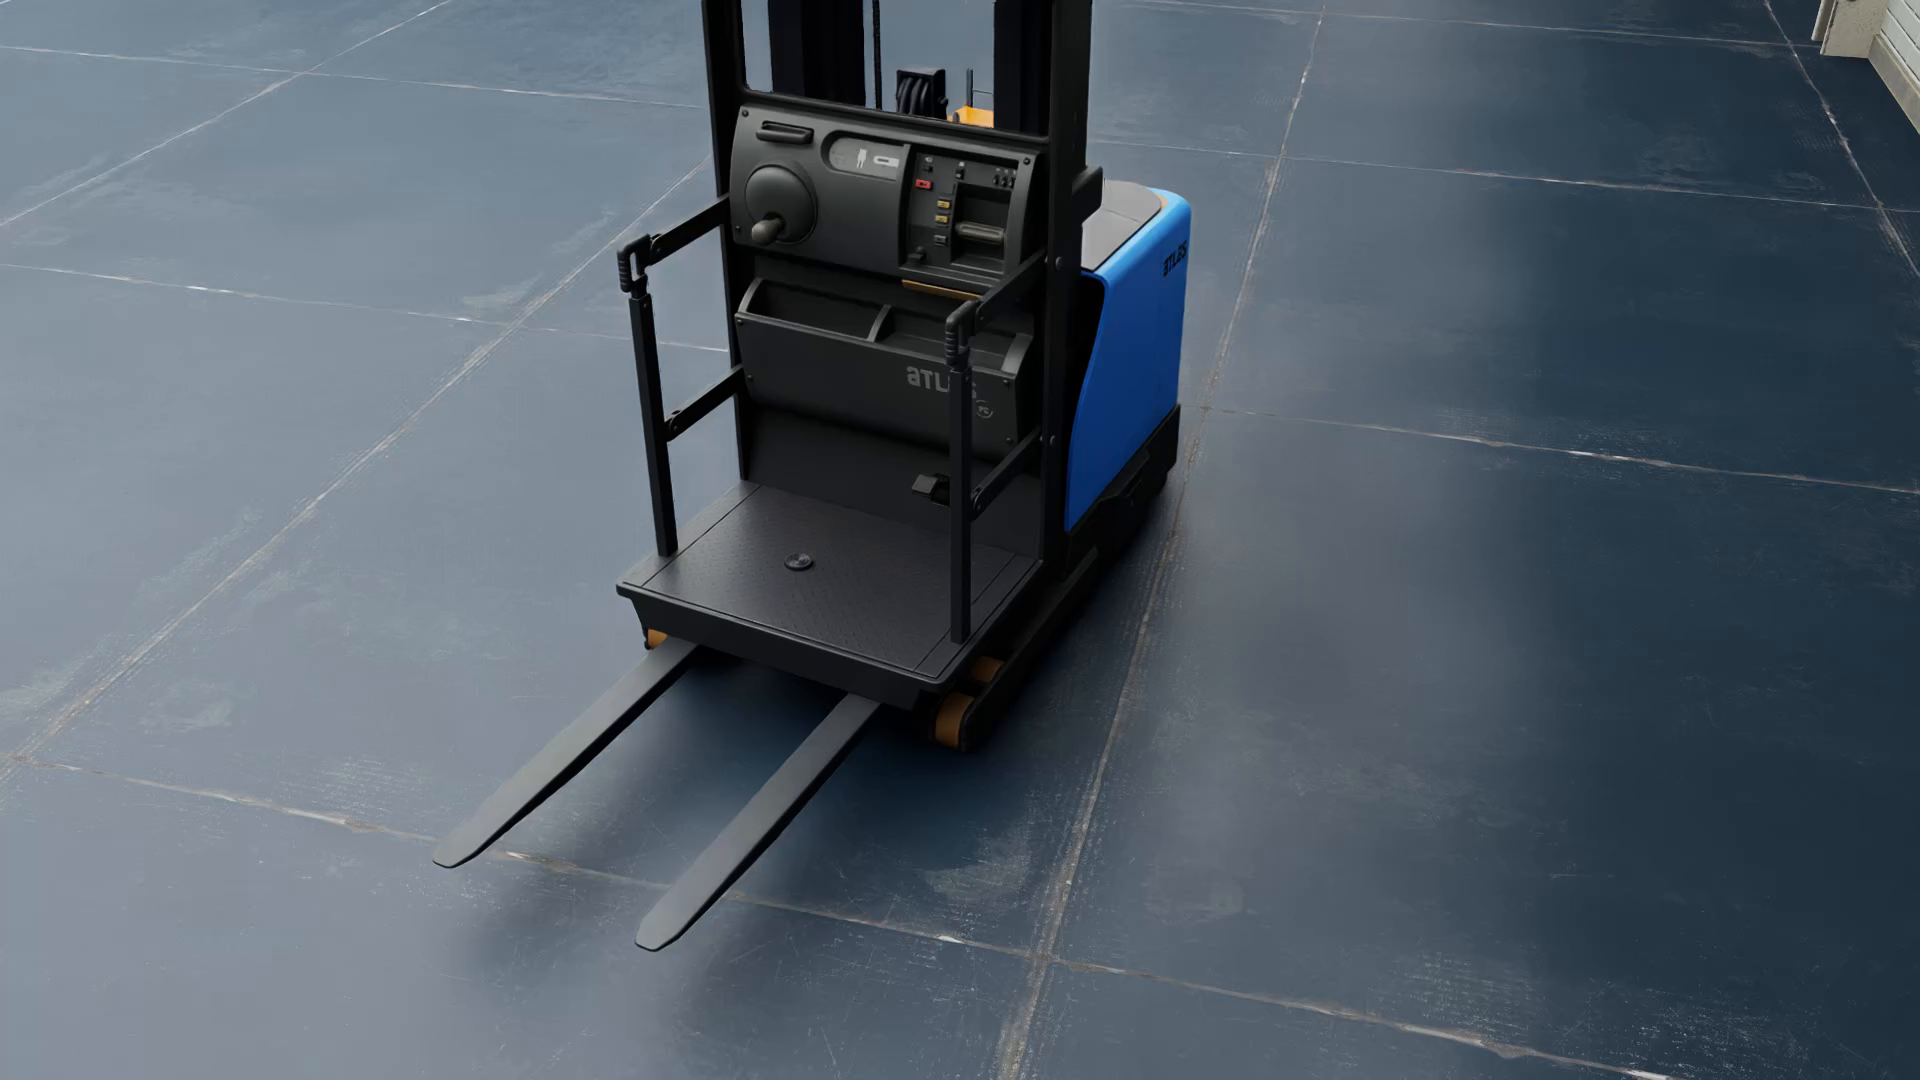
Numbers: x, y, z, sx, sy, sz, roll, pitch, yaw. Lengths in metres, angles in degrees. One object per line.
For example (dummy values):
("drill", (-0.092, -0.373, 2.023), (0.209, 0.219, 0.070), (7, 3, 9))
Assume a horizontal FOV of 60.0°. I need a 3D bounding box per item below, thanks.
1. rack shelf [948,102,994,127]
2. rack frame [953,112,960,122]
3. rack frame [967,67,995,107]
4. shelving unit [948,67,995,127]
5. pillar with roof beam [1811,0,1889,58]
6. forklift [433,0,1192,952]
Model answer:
("rack shelf", (0.014, -1.484, 6.233), (0.258, 0.148, 0.480), (17, 36, 25))
("rack frame", (-0.107, -1.039, 6.265), (0.240, 1.200, 0.015), (17, 36, 25))
("rack frame", (0.134, -1.266, 6.623), (0.240, 1.200, 0.015), (17, 36, 25))
("shelving unit", (0.014, -1.152, 6.444), (0.258, 1.200, 0.503), (17, 36, 25))
("pillar with roof beam", (1.542, -7.567, 9.265), (9.100, 9.000, 0.400), (8, 33, 12))
("forklift", (-0.321, -0.904, 4.440), (1.130, 2.935, 3.031), (15, 35, 22))
